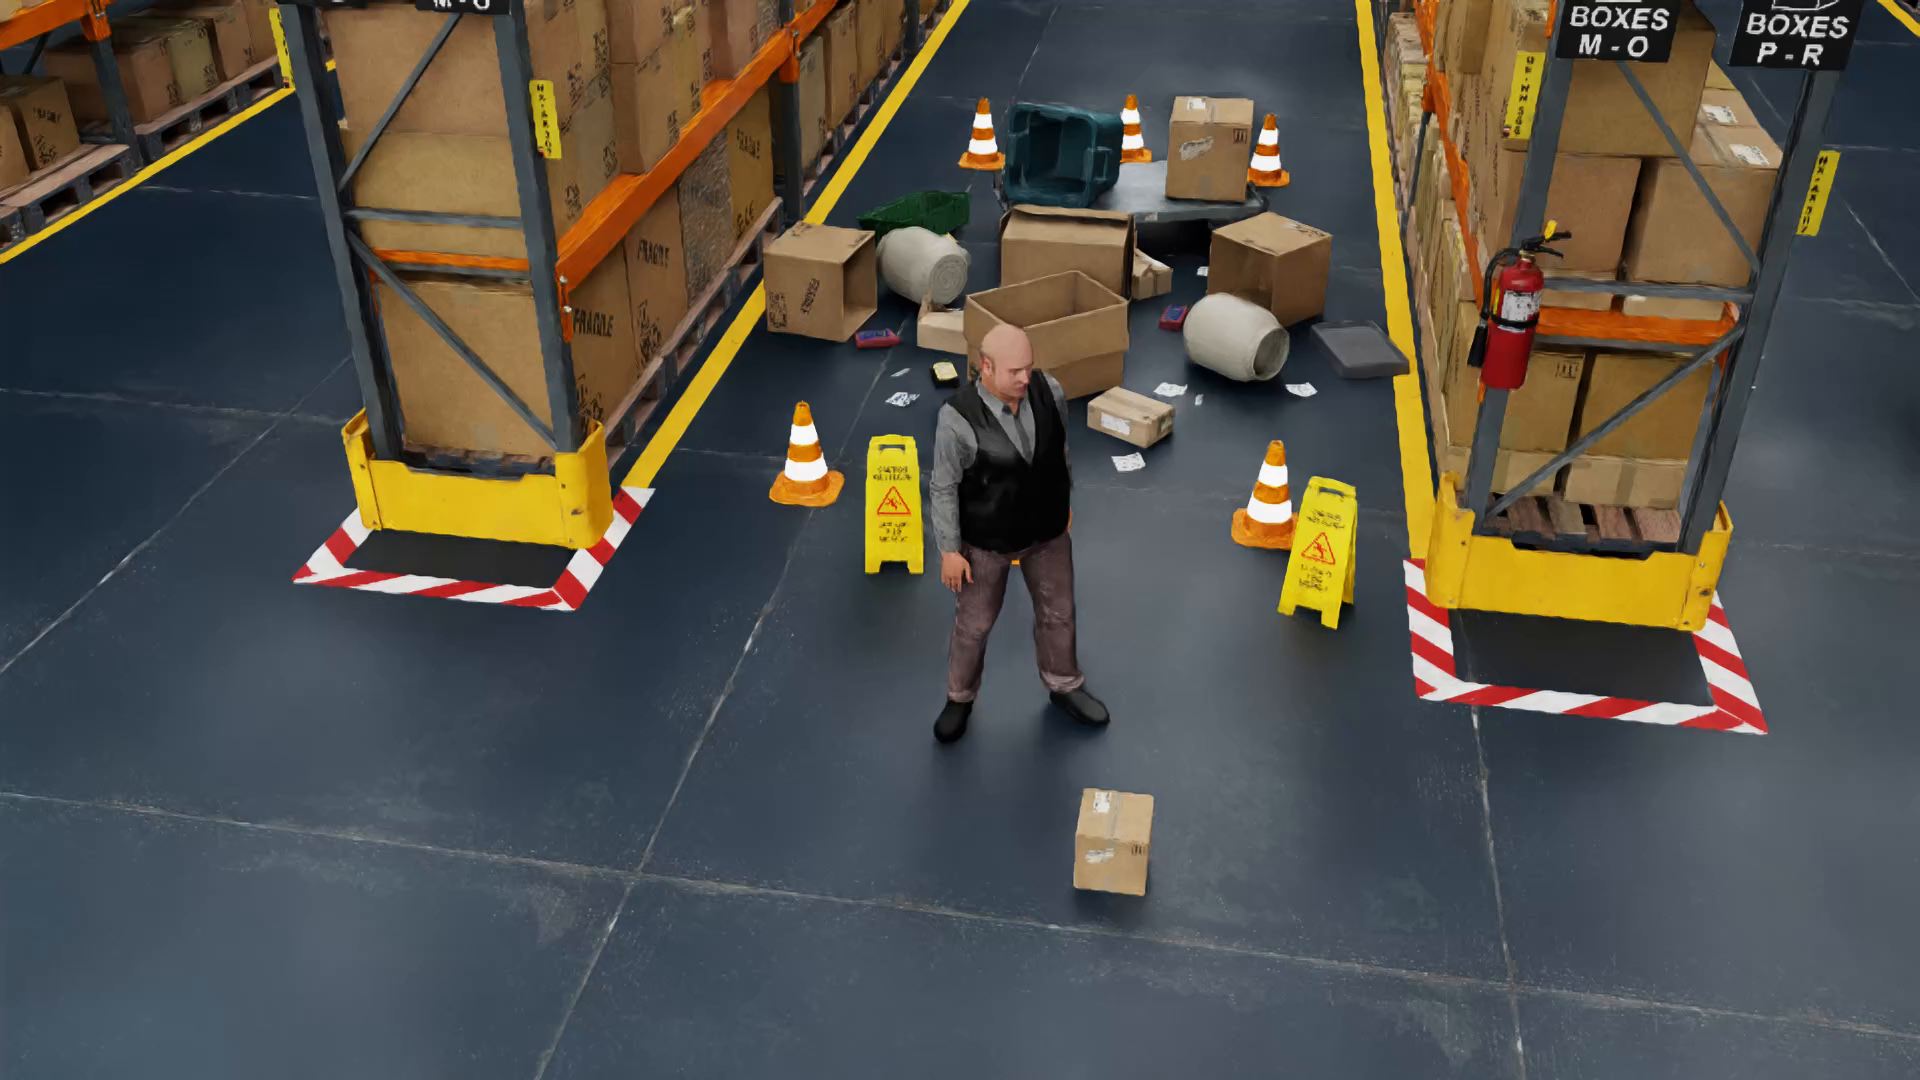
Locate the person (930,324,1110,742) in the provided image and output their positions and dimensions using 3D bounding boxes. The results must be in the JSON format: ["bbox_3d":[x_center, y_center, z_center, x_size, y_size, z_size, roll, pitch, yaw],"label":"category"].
[{"bbox_3d":[0.210,-0.017,6.147,0.672,1.722,0.466,-16,36,-24],"label":"person"}]
